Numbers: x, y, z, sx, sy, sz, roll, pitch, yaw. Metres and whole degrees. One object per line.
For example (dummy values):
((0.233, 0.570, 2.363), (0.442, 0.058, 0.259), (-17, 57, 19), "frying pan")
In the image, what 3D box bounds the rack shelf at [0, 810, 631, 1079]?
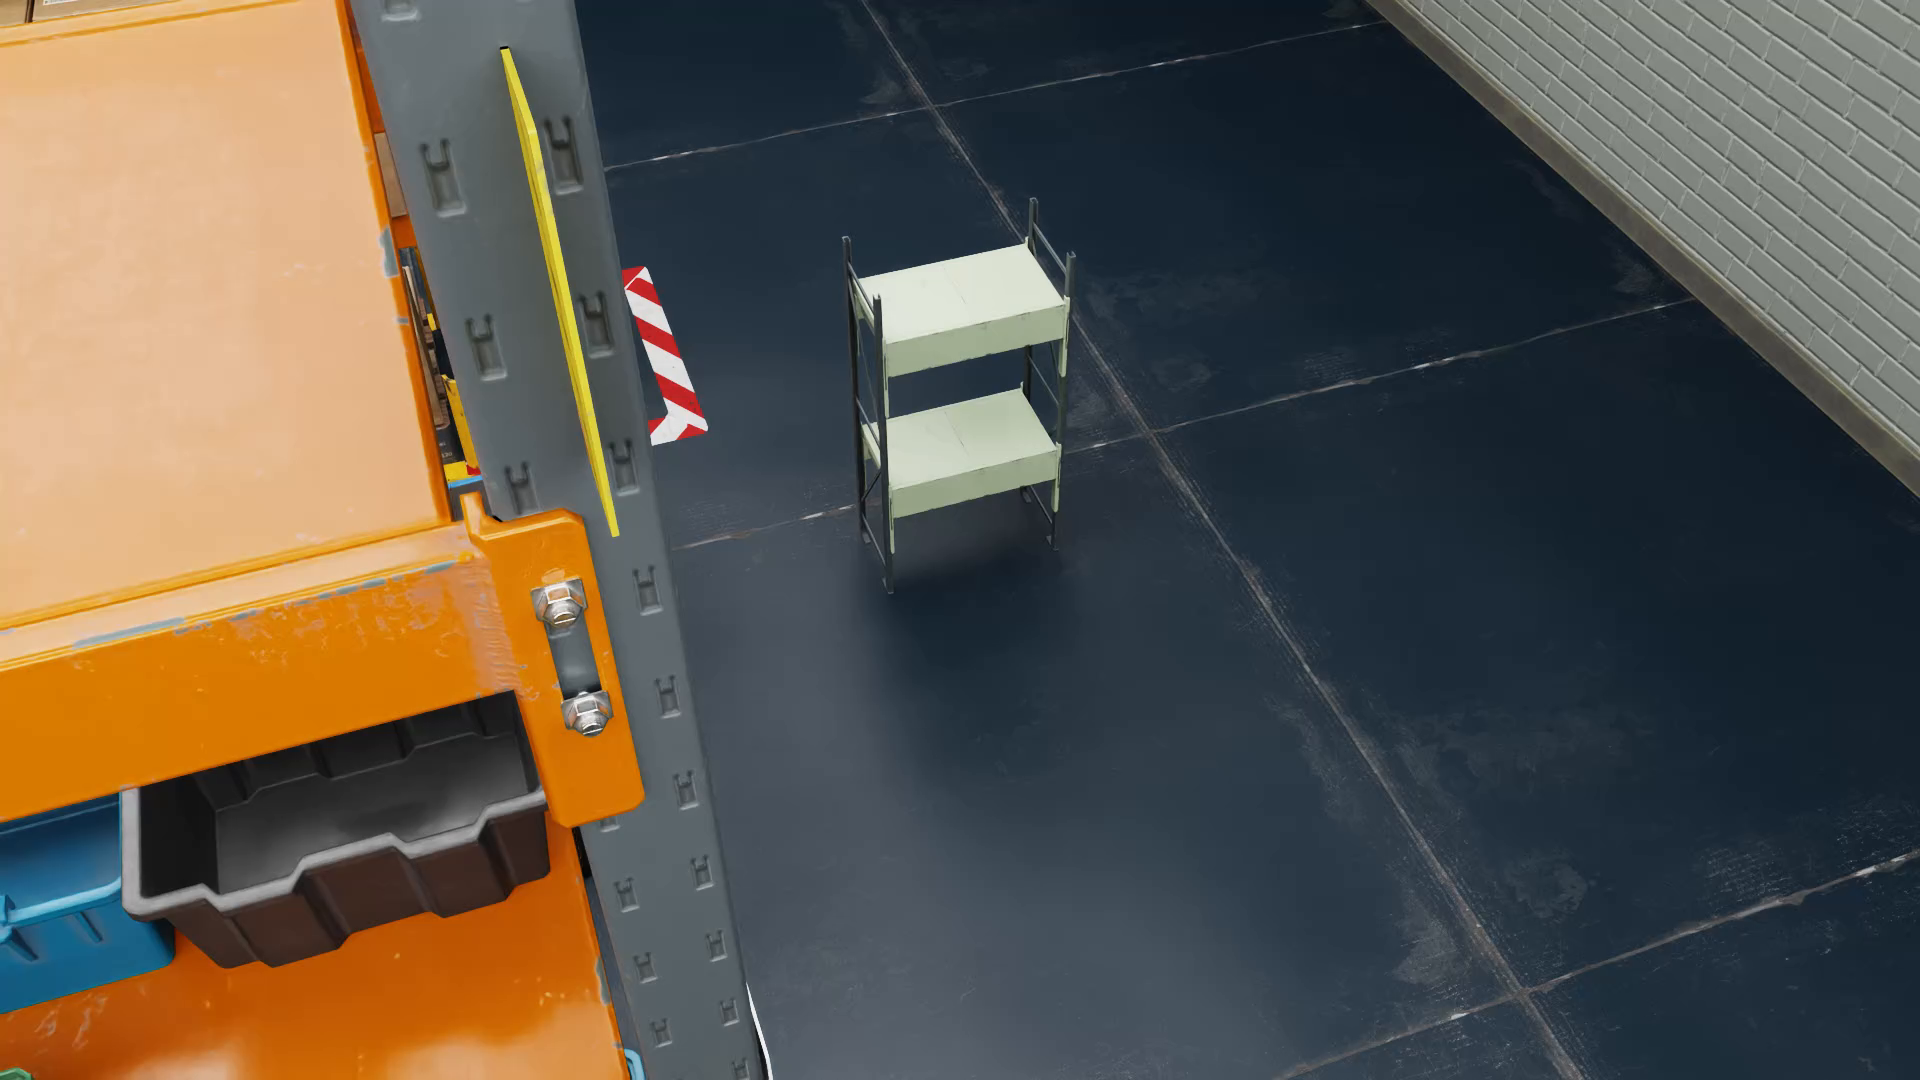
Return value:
((-2.340, 1.169, 2.167), (4.000, 0.370, 1.077), (-14, 47, -14), "rack shelf")

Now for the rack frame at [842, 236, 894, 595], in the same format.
((-0.351, -0.440, 6.439), (0.023, 1.500, 0.400), (-14, 47, -14), "rack frame")

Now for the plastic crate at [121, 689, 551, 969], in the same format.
((-0.916, 0.387, 2.530), (0.590, 0.269, 0.497), (-14, 47, -14), "plastic crate")

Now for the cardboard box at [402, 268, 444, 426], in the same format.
((-2.565, -0.786, 7.179), (0.500, 0.500, 0.500), (-14, 47, -14), "cardboard box")

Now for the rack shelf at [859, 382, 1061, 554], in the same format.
((-0.006, -0.298, 6.757), (0.720, 0.370, 0.431), (-14, 47, -14), "rack shelf")

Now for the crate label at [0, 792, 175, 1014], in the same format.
((-1.437, 0.493, 2.437), (0.502, 0.251, 0.408), (-14, 47, -14), "crate label")

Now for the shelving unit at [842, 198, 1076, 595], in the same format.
((-0.006, -0.528, 6.526), (0.755, 1.500, 0.431), (-14, 47, -14), "shelving unit")

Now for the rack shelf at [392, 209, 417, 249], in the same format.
((-4.019, -1.073, 6.519), (4.000, 0.370, 1.077), (-14, 47, -14), "rack shelf")

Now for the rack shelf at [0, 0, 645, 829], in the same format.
((-2.340, 0.251, 1.246), (4.000, 0.370, 1.077), (-14, 47, -14), "rack shelf")

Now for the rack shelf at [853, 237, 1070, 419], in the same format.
((-0.006, -0.803, 6.250), (0.720, 0.370, 0.431), (-14, 47, -14), "rack shelf")

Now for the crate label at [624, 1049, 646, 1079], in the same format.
((-0.803, 1.371, 3.651), (0.303, 0.233, 0.416), (-14, 47, -14), "crate label")

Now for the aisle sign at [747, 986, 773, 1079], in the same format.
((-0.292, 0.753, 2.356), (0.004, 0.787, 0.394), (-14, 47, -14), "aisle sign")

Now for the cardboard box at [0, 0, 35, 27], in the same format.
((-3.424, -1.656, 5.816), (0.500, 0.500, 0.500), (-13, 47, -13), "cardboard box")

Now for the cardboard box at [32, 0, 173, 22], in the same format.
((-2.938, -1.784, 5.943), (0.500, 0.500, 0.500), (-13, 47, -13), "cardboard box")

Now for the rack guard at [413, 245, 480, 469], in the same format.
((-2.209, -0.907, 7.611), (0.348, 0.500, 1.175), (-14, 47, -14), "rack guard")

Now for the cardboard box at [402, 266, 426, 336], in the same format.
((-2.648, -1.085, 7.725), (0.250, 0.149, 0.380), (-14, 47, -14), "cardboard box")

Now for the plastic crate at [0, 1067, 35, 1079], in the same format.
((-1.290, 0.936, 2.040), (0.336, 0.188, 0.450), (-14, 47, -14), "plastic crate")

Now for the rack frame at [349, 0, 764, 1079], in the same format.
((-0.459, -0.625, 1.329), (0.127, 3.000, 1.000), (-14, 47, -14), "rack frame")

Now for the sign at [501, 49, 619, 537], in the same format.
((-0.257, -0.148, 1.082), (0.005, 0.325, 0.100), (-14, 47, -14), "sign")

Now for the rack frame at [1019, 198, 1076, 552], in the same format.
((0.338, -0.616, 6.614), (0.023, 1.500, 0.400), (-14, 47, -14), "rack frame")

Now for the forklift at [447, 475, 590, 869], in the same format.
((-2.579, 0.136, 4.855), (3.031, 2.935, 1.130), (-17, 47, -16), "forklift")

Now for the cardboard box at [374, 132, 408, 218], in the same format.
((-2.466, -1.554, 6.420), (0.500, 0.500, 0.500), (-13, 47, -13), "cardboard box")

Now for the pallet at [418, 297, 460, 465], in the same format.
((-2.959, -0.613, 7.521), (1.213, 0.211, 1.003), (-14, 47, -14), "pallet")
